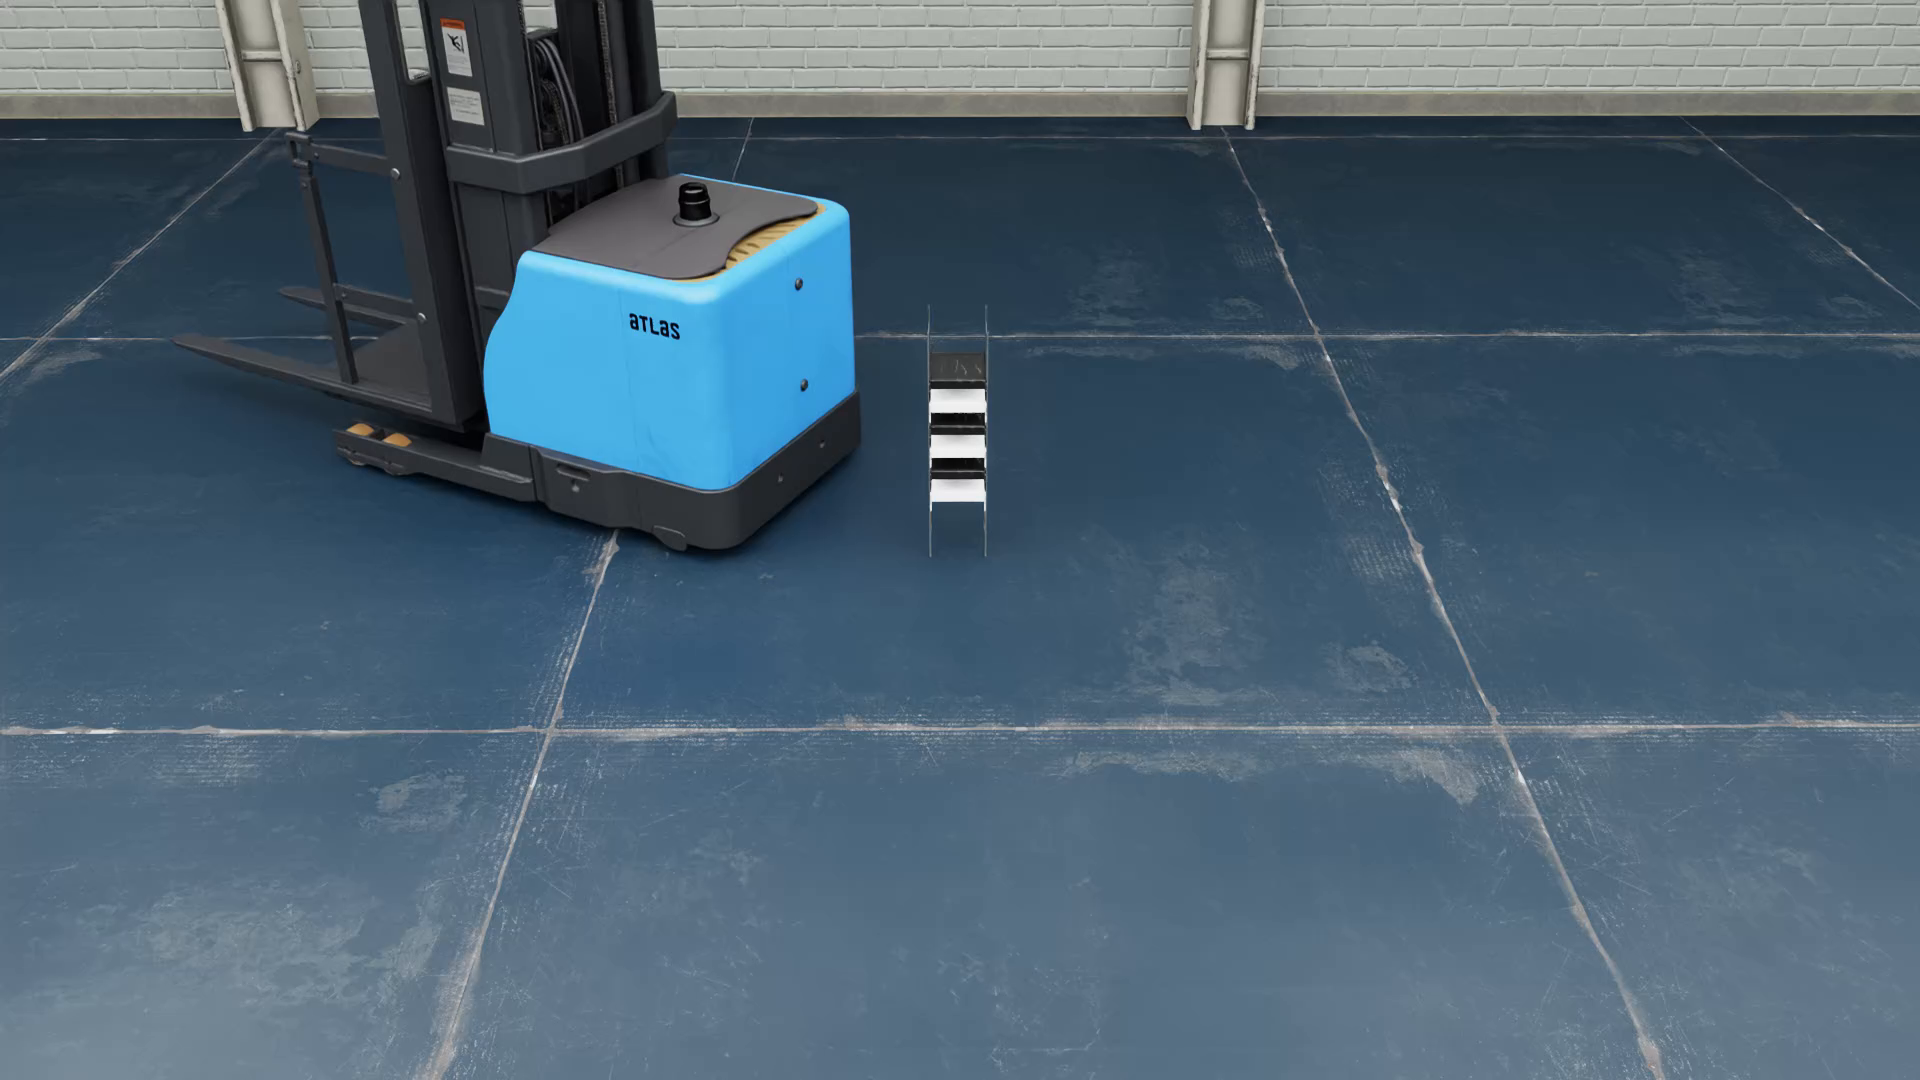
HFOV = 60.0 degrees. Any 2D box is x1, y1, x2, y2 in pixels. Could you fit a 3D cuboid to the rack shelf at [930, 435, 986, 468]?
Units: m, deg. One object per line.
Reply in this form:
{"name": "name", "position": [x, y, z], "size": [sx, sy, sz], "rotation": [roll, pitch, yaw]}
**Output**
{"name": "rack shelf", "position": [-0.008, -0.356, 6.034], "size": [0.200, 0.077, 0.258], "rotation": [0, 31, 0]}

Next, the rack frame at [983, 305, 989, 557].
{"name": "rack frame", "position": [0.094, -0.385, 6.017], "size": [0.006, 0.900, 0.240], "rotation": [0, 31, 0]}

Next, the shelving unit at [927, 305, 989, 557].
{"name": "shelving unit", "position": [-0.008, -0.385, 6.017], "size": [0.210, 0.900, 0.258], "rotation": [0, 31, 0]}

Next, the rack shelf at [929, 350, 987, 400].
{"name": "rack shelf", "position": [-0.008, -0.587, 5.894], "size": [0.200, 0.077, 0.258], "rotation": [0, 31, 0]}

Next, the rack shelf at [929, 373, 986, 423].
{"name": "rack shelf", "position": [-0.008, -0.510, 5.940], "size": [0.200, 0.077, 0.258], "rotation": [0, 31, 0]}

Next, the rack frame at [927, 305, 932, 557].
{"name": "rack frame", "position": [-0.110, -0.384, 6.016], "size": [0.006, 0.900, 0.240], "rotation": [0, 31, 0]}

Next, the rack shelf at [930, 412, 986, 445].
{"name": "rack shelf", "position": [-0.008, -0.433, 5.987], "size": [0.200, 0.077, 0.258], "rotation": [0, 31, 0]}

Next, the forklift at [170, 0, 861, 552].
{"name": "forklift", "position": [-1.953, -1.736, 6.286], "size": [3.031, 2.935, 1.130], "rotation": [15, 34, 23]}

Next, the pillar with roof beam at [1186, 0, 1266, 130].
{"name": "pillar with roof beam", "position": [1.692, -4.297, 4.657], "size": [0.400, 9.000, 9.100], "rotation": [0, 31, 0]}

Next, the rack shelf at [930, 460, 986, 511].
{"name": "rack shelf", "position": [-0.008, -0.202, 6.127], "size": [0.200, 0.077, 0.258], "rotation": [0, 31, 0]}

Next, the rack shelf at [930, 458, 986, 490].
{"name": "rack shelf", "position": [-0.008, -0.279, 6.081], "size": [0.200, 0.077, 0.258], "rotation": [0, 31, 0]}

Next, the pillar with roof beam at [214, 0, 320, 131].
{"name": "pillar with roof beam", "position": [-4.308, -4.278, 4.626], "size": [0.400, 9.000, 9.100], "rotation": [0, 31, 0]}
